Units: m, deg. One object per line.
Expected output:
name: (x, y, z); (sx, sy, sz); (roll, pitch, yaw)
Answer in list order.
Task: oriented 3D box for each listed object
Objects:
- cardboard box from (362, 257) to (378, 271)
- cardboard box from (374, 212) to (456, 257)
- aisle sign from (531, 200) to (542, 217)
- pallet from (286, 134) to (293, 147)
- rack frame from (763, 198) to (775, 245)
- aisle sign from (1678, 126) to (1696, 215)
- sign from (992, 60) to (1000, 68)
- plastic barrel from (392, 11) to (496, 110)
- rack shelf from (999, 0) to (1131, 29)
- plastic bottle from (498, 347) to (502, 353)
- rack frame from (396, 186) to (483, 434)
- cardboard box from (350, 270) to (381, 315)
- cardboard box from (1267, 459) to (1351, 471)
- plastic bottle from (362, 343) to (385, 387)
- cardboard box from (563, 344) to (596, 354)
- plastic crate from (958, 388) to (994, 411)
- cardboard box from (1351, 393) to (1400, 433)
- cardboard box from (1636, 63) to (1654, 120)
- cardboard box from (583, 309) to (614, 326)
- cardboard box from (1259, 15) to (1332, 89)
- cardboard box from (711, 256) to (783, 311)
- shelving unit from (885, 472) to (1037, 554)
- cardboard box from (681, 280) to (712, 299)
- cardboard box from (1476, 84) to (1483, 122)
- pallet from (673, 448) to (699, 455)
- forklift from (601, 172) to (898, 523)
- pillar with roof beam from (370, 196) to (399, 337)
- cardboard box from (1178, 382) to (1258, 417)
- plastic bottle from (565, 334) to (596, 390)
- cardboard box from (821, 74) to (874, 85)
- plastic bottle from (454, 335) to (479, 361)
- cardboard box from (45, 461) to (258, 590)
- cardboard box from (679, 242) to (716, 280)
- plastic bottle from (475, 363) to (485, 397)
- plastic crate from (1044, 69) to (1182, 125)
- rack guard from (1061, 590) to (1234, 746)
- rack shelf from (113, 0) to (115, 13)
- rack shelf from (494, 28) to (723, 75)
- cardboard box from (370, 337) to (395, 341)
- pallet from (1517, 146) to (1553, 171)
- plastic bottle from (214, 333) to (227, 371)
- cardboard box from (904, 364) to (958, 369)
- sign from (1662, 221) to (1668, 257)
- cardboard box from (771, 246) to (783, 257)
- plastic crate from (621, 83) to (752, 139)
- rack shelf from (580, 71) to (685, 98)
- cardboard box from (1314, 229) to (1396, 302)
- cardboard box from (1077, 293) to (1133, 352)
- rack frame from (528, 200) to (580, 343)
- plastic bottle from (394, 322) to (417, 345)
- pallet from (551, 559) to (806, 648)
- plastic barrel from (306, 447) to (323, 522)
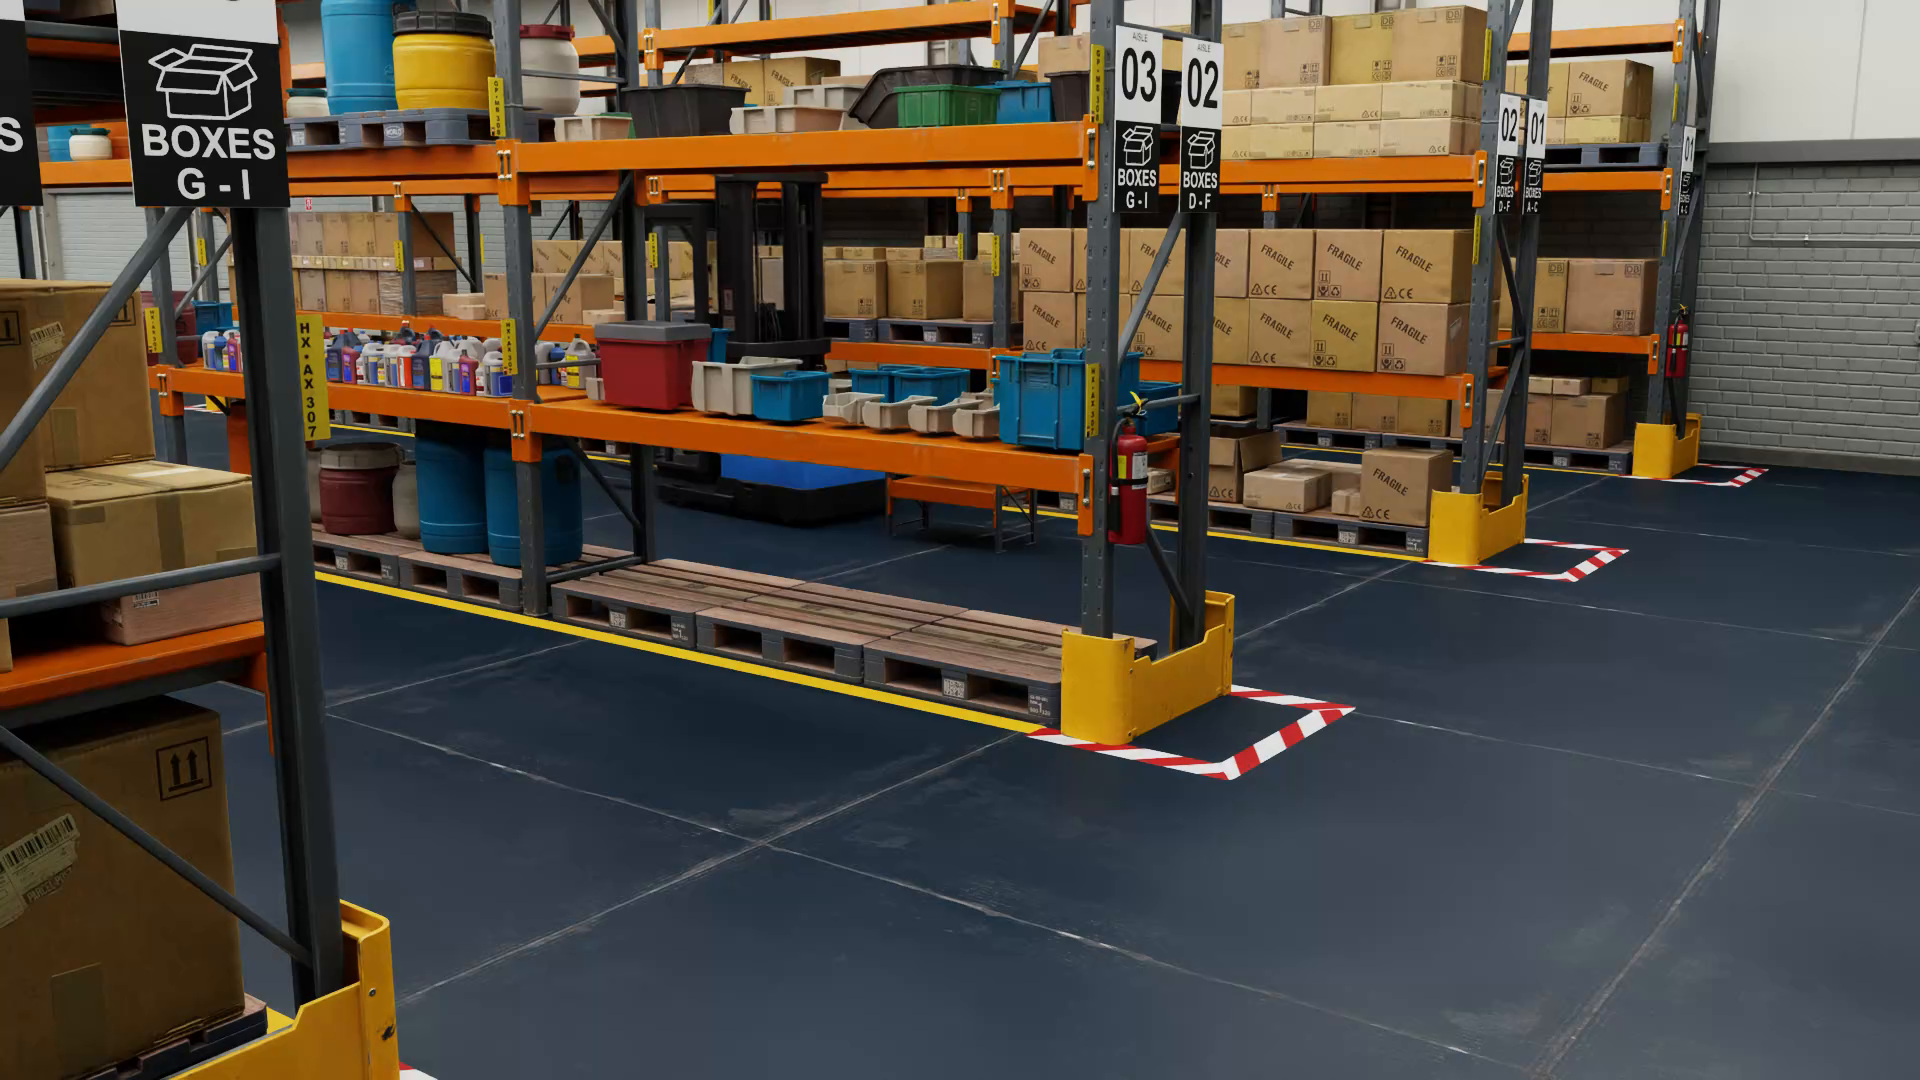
cardboard box: (-6.588, -3.161, 19.000); (0.250, 0.149, 0.380); (7, 13, 34)
cardboard box: (-6.193, -3.473, 18.907); (0.500, 0.500, 0.700); (8, 14, 36)
aisle sign: (-6.362, -5.185, 24.591); (0.004, 0.787, 0.394); (8, 13, 36)
pallet: (-4.984, -2.810, 11.756); (1.213, 0.211, 1.003); (8, 13, 36)
rack frame: (-2.903, -3.497, 22.709); (0.127, 3.000, 1.000); (8, 13, 36)
aisle sign: (6.650, -3.370, 15.209); (0.004, 0.787, 0.394); (8, 13, 36)
sign: (0.291, -3.673, 13.325); (0.005, 0.325, 0.100); (8, 13, 36)
plastic barrel: (-3.174, -2.924, 10.248); (0.600, 0.588, 0.600); (0, 11, 0)
rack shelf: (2.228, -4.205, 12.475); (4.000, 0.370, 1.077); (8, 13, 36)
plastic bottle: (-3.078, -1.230, 11.298); (0.133, 0.283, 0.061); (8, 13, 36)
rack frame: (-5.832, -2.738, 18.787); (0.127, 3.000, 1.000); (8, 13, 36)
cardboard box: (-6.622, -2.895, 19.332); (0.500, 0.500, 0.700); (8, 13, 35)
cardboard box: (2.764, -0.472, 13.154); (0.500, 0.250, 0.500); (8, 13, 36)
plastic bottle: (-3.824, -1.154, 10.924); (0.135, 0.276, 0.152); (8, 13, 36)
cardboard box: (-5.622, -2.751, 24.774); (0.500, 0.311, 0.500); (6, 13, 29)
plastic crate: (0.145, -0.734, 8.965); (0.298, 0.136, 0.250); (8, 13, 36)
cardboard box: (4.490, -1.420, 17.447); (0.500, 0.500, 0.700); (8, 13, 35)
cardboard box: (6.324, -4.290, 15.960); (0.500, 0.500, 0.500); (7, 13, 33)
cardboard box: (-3.669, -2.300, 17.183); (0.250, 0.149, 0.380); (9, 14, 40)
cardboard box: (2.597, -3.566, 12.273); (0.500, 0.500, 0.700); (8, 13, 36)
cardboard box: (-2.033, -2.490, 16.136); (0.500, 0.500, 0.700); (3, 11, 17)
shelving unit: (0.005, -0.552, 12.419); (1.048, 1.125, 0.538); (8, 13, 36)
cardboard box: (-3.464, -3.440, 22.757); (0.500, 0.250, 0.500); (8, 14, 36)
cardboard box: (3.580, -3.131, 12.000); (0.500, 0.250, 0.500); (8, 13, 36)
pallet: (-2.028, -0.830, 16.264); (1.213, 0.211, 1.003); (8, 13, 36)
forklift: (-1.926, -1.784, 14.034); (3.031, 2.935, 1.130); (10, 15, 43)
pillar with roof beam: (-12.435, -6.961, 24.822); (0.400, 9.000, 9.100); (8, 13, 36)
cardboard box: (2.945, -1.802, 18.499); (0.750, 0.750, 0.750); (8, 14, 36)
plastic bottle: (-2.443, -1.151, 10.710); (0.185, 0.351, 0.144); (8, 13, 36)
cardboard box: (-0.823, -3.833, 14.918); (0.600, 0.600, 0.600); (7, 13, 33)
plastic bottle: (-3.168, -1.132, 10.614); (0.185, 0.351, 0.144); (8, 13, 36)
cardboard box: (-2.253, -0.041, 4.455); (0.500, 0.250, 0.500); (8, 13, 34)
cardboard box: (-3.467, -3.807, 22.680); (0.500, 0.500, 0.500); (8, 13, 35)
plastic bottle: (-2.937, -0.987, 10.258); (0.097, 0.201, 0.097); (0, 11, 0)
plastic crate: (0.760, -2.126, 8.068); (0.590, 0.269, 0.497); (8, 13, 36)
rack guard: (0.932, 0.597, 8.130); (0.348, 0.500, 1.175); (8, 13, 36)
rack shelf: (-7.155, -4.151, 13.244); (4.000, 0.370, 1.077); (8, 13, 36)
rack shelf: (-4.220, -4.909, 17.161); (4.000, 0.370, 1.077); (8, 13, 36)
cardboard box: (-6.826, -2.175, 20.035); (0.500, 0.500, 0.500); (8, 13, 36)
pallet: (5.178, -3.796, 16.590); (1.213, 0.211, 1.003); (8, 13, 36)
plastic bottle: (-5.308, -1.352, 11.961); (0.097, 0.271, 0.097); (0, 11, 0)
cardboard box: (-0.290, -2.109, 20.957); (0.500, 0.500, 0.700); (8, 14, 36)
sign: (6.437, -2.751, 15.182); (0.005, 0.325, 0.100); (8, 13, 36)
cardboard box: (-2.066, -3.636, 22.005); (0.500, 0.500, 0.700); (10, 15, 41)
plastic crate: (-1.480, -2.308, 9.009); (0.590, 0.269, 0.497); (8, 13, 36)
rack shelf: (-4.515, -6.313, 23.370); (4.000, 0.370, 1.077); (8, 13, 36)
cardboard box: (2.911, -1.994, 12.043); (0.500, 0.500, 0.500); (8, 14, 37)
cardboard box: (1.280, -1.732, 13.322); (0.500, 0.500, 0.500); (8, 14, 37)
rack frame: (-6.127, -3.947, 25.034); (0.127, 3.000, 1.000); (8, 13, 36)
plastic bottle: (-3.939, -1.374, 11.862); (0.185, 0.351, 0.144); (8, 13, 36)
pallet: (-1.703, 0.365, 10.089); (1.213, 0.211, 1.003); (8, 13, 36)
plastic barrel: (-4.630, -0.413, 12.213); (0.421, 0.512, 0.421); (0, 11, 0)
